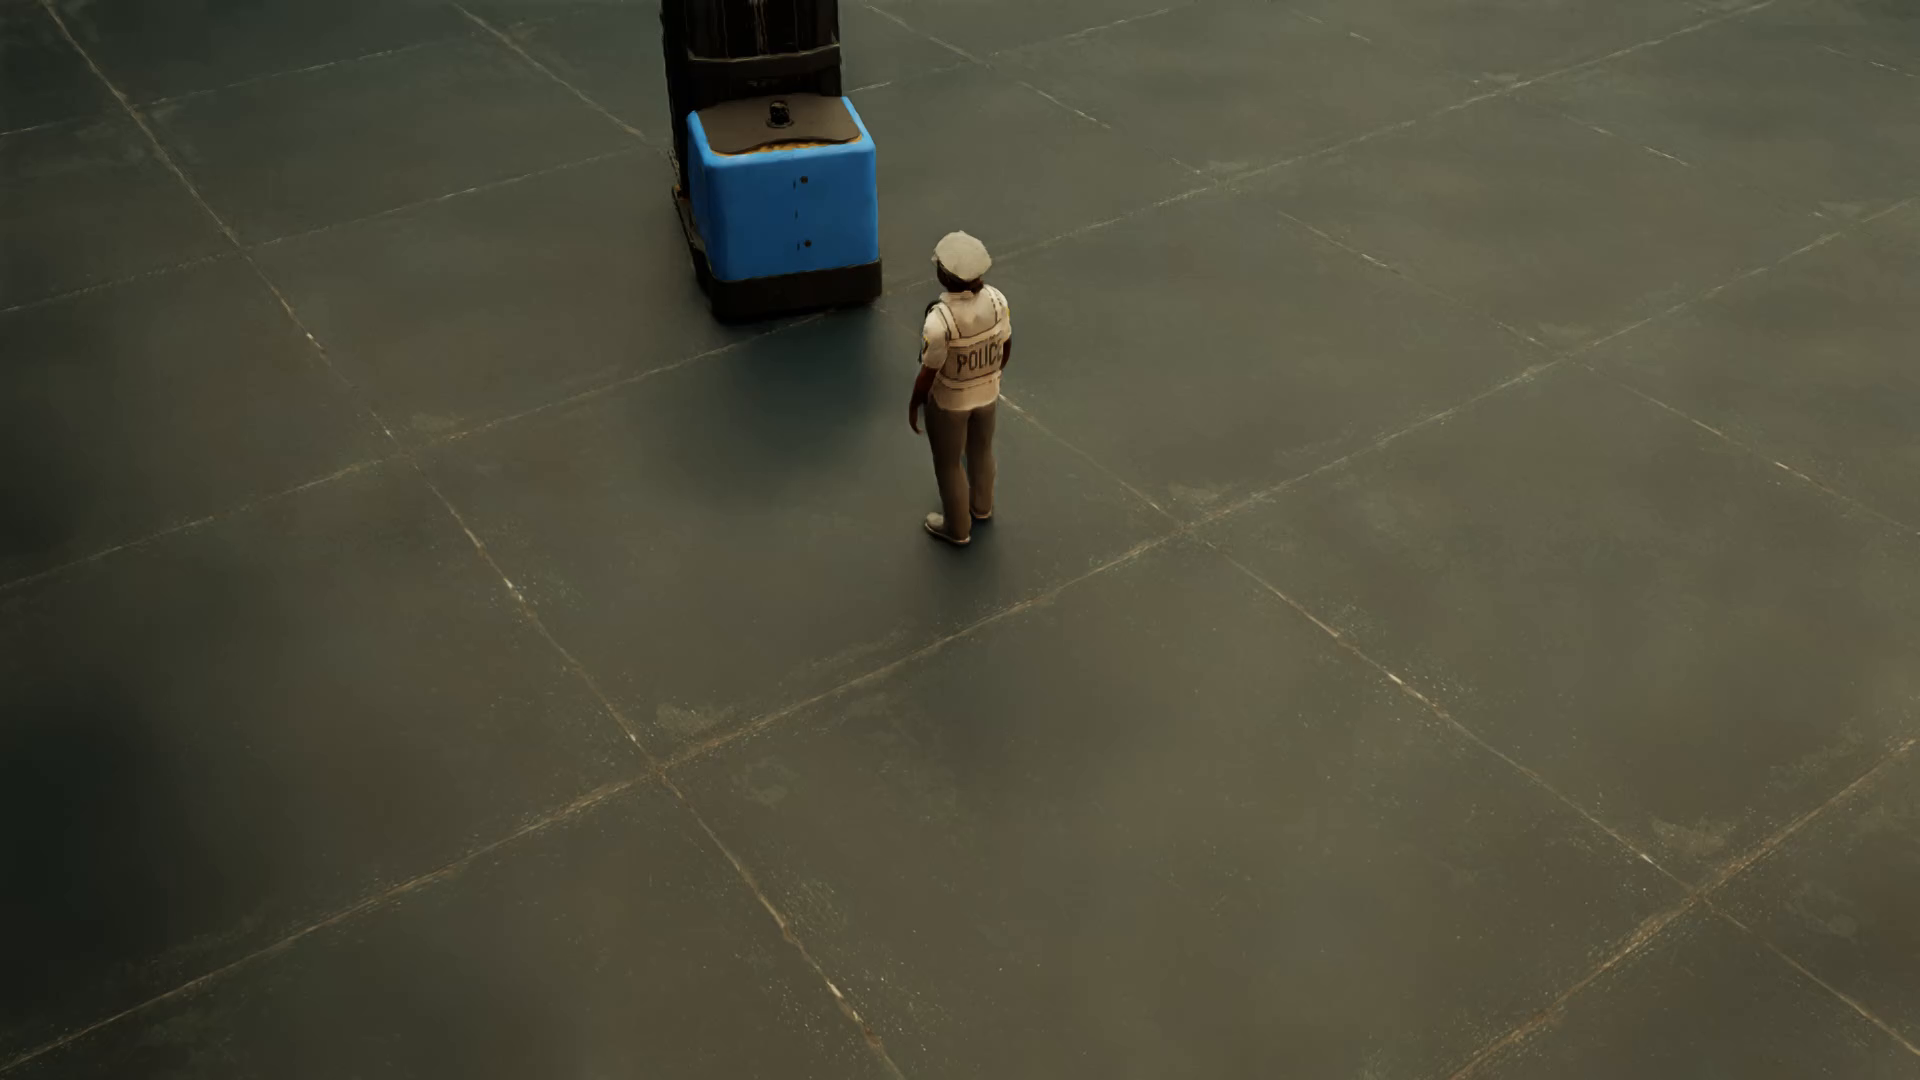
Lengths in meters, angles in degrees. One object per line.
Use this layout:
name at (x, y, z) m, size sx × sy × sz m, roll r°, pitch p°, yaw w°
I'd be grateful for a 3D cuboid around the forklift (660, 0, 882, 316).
forklift at (-1.370, -3.418, 10.568) m, size 1.130 × 2.935 × 3.031 m, roll -9°, pitch 37°, yaw -12°

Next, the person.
person at (-0.027, -0.731, 7.960) m, size 0.570 × 1.695 × 0.529 m, roll -23°, pitch 42°, yaw -28°
